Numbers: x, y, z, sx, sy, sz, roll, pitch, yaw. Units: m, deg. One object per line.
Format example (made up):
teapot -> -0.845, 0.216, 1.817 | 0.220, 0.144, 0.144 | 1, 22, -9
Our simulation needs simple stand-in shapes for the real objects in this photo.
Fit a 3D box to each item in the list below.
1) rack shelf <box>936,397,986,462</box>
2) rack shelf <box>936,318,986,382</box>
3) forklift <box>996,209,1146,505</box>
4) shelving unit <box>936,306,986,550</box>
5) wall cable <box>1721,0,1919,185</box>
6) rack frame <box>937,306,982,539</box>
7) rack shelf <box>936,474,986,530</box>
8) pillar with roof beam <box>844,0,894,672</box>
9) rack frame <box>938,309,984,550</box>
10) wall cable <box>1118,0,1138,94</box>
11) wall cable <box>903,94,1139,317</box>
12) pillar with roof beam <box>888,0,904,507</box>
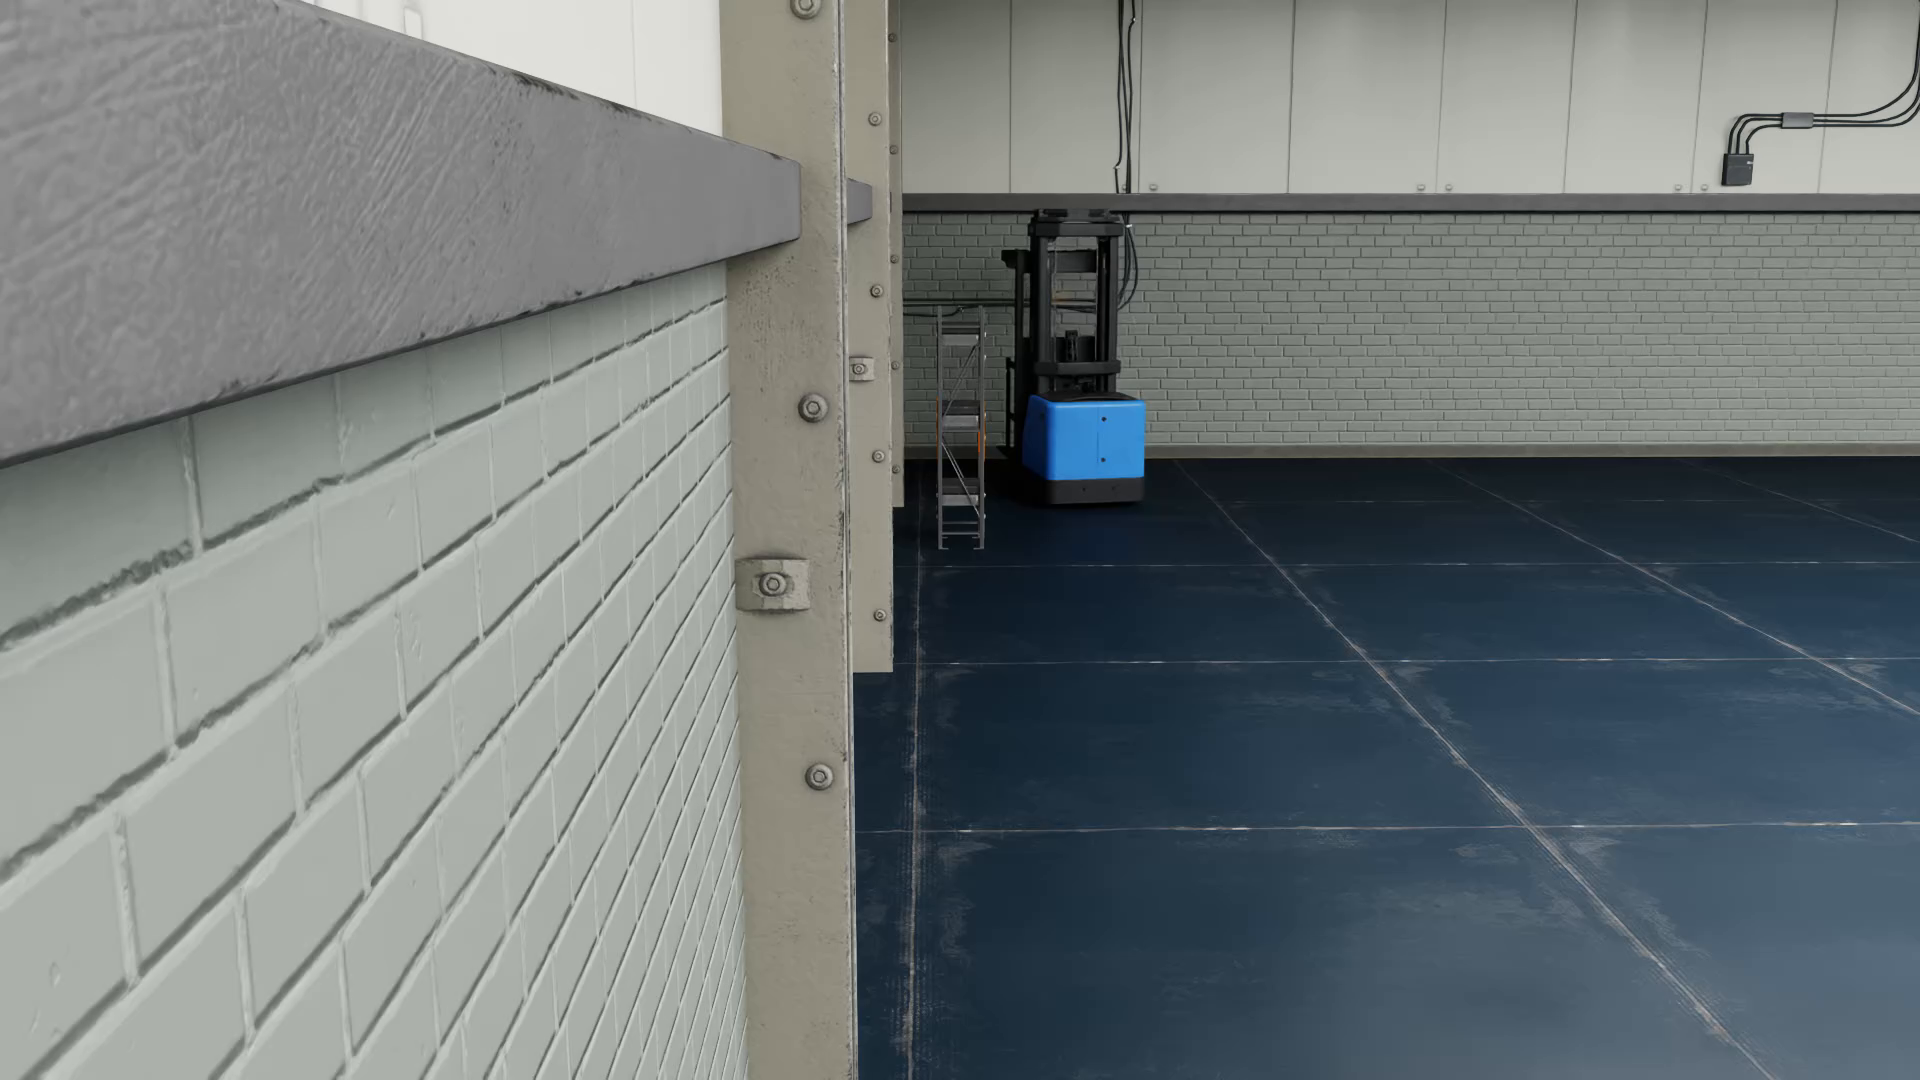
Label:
rack shelf -> 0.003, -0.983, 14.691 | 0.431, 0.518, 0.480 | 0, 11, -1
rack shelf -> 0.003, -1.669, 14.552 | 0.431, 0.518, 0.480 | 0, 11, -1
forklift -> 1.060, -2.030, 17.695 | 1.130, 2.935, 3.031 | -2, 12, -11
shelving unit -> 0.003, -0.996, 14.688 | 0.431, 2.100, 0.503 | 0, 11, -1
wall cable -> 10.031, -7.076, 18.749 | 2.305, 6.003, 0.169 | 0, 11, -1
rack frame -> -0.002, -1.045, 14.927 | 0.400, 2.100, 0.015 | 0, 11, -1
rack shelf -> 0.003, -0.297, 14.830 | 0.431, 0.518, 0.480 | 0, 11, -1
pillar with roof beam -> 3.706, -3.607, 10.206 | 9.100, 9.000, 0.400 | 0, 11, -1
rack frame -> 0.009, -0.948, 14.449 | 0.400, 2.100, 0.015 | 0, 11, -1
wall cable -> 3.244, -6.338, 18.772 | 3.097, 2.526, 0.112 | 0, 11, -1
wall cable -> 0.539, -3.851, 19.219 | 3.097, 2.526, 0.112 | 0, 11, -1
pillar with roof beam -> 3.582, -4.800, 16.085 | 9.100, 9.000, 0.400 | 0, 11, -1
